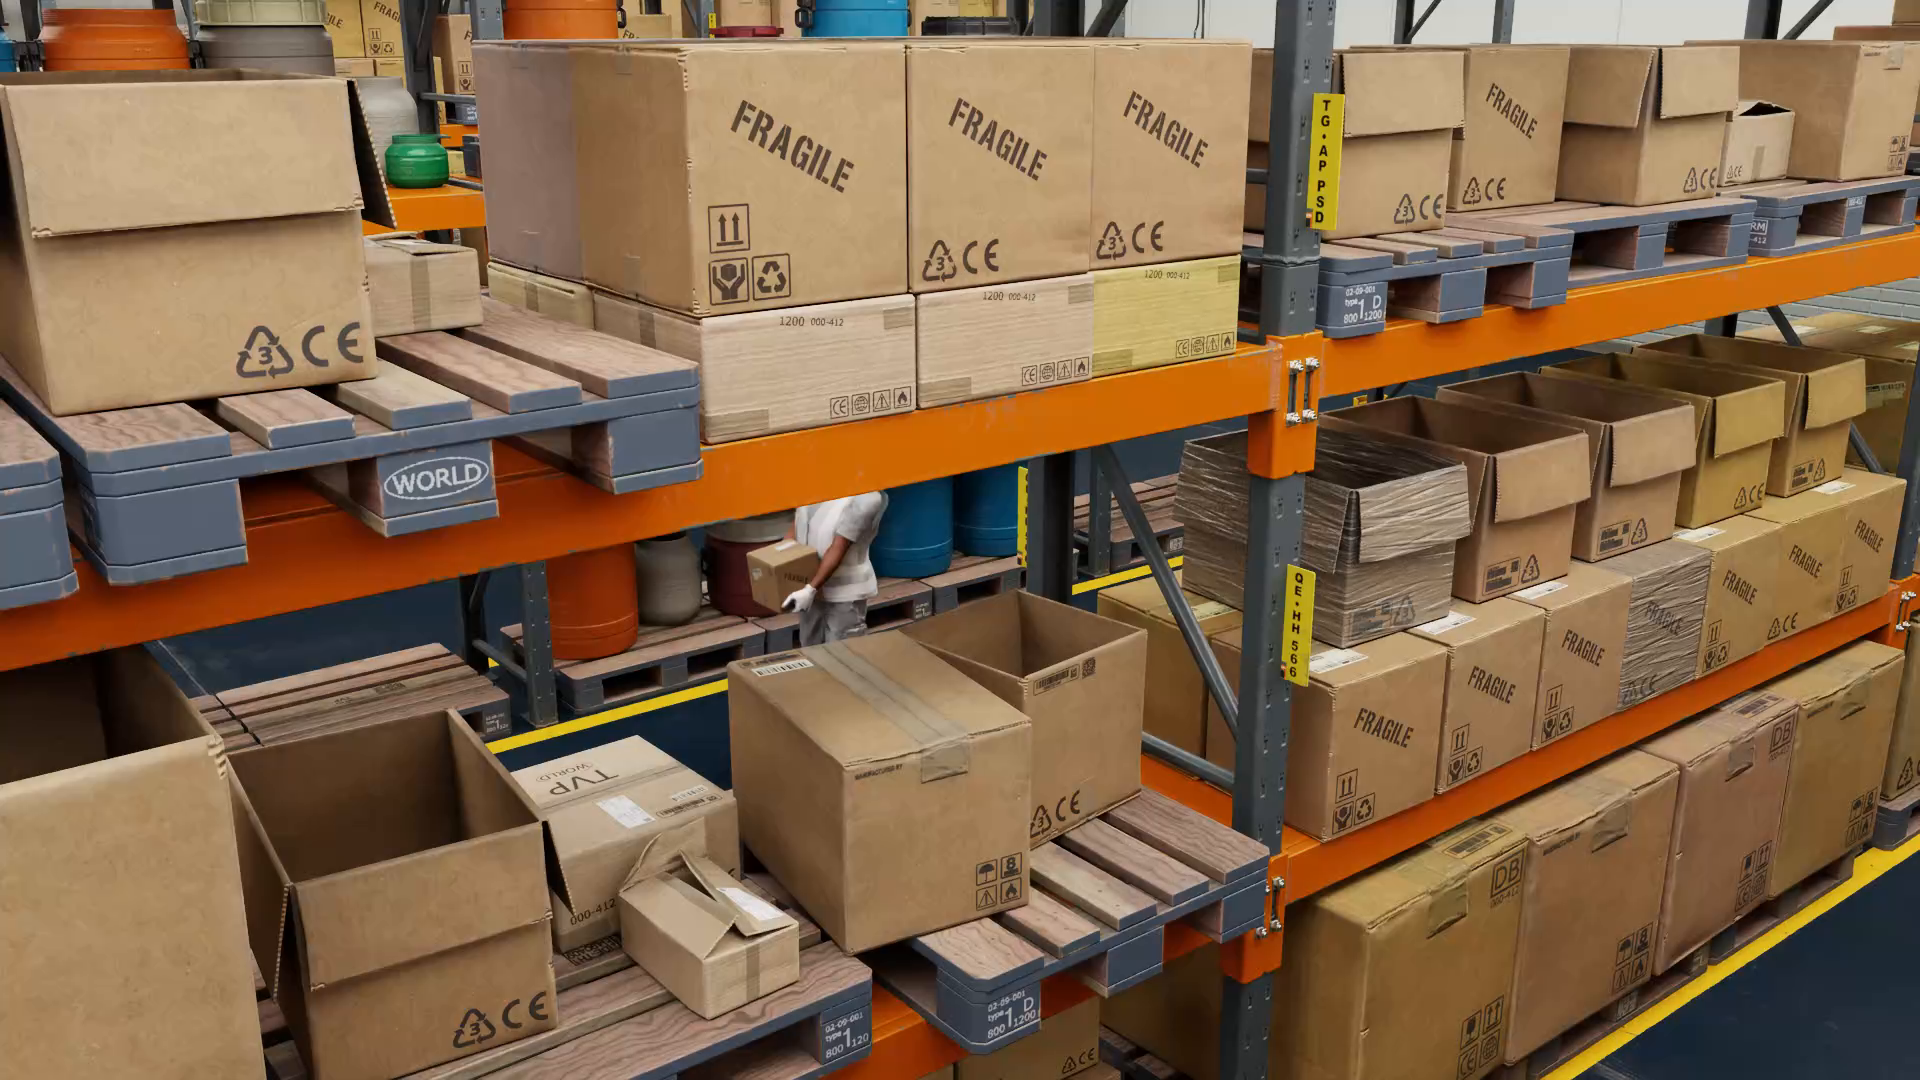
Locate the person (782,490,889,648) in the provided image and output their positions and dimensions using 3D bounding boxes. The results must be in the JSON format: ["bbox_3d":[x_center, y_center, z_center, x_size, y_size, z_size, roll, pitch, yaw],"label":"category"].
[{"bbox_3d":[-0.683,0.263,8.092,0.569,1.720,0.488,-13,22,-35],"label":"person"}]
